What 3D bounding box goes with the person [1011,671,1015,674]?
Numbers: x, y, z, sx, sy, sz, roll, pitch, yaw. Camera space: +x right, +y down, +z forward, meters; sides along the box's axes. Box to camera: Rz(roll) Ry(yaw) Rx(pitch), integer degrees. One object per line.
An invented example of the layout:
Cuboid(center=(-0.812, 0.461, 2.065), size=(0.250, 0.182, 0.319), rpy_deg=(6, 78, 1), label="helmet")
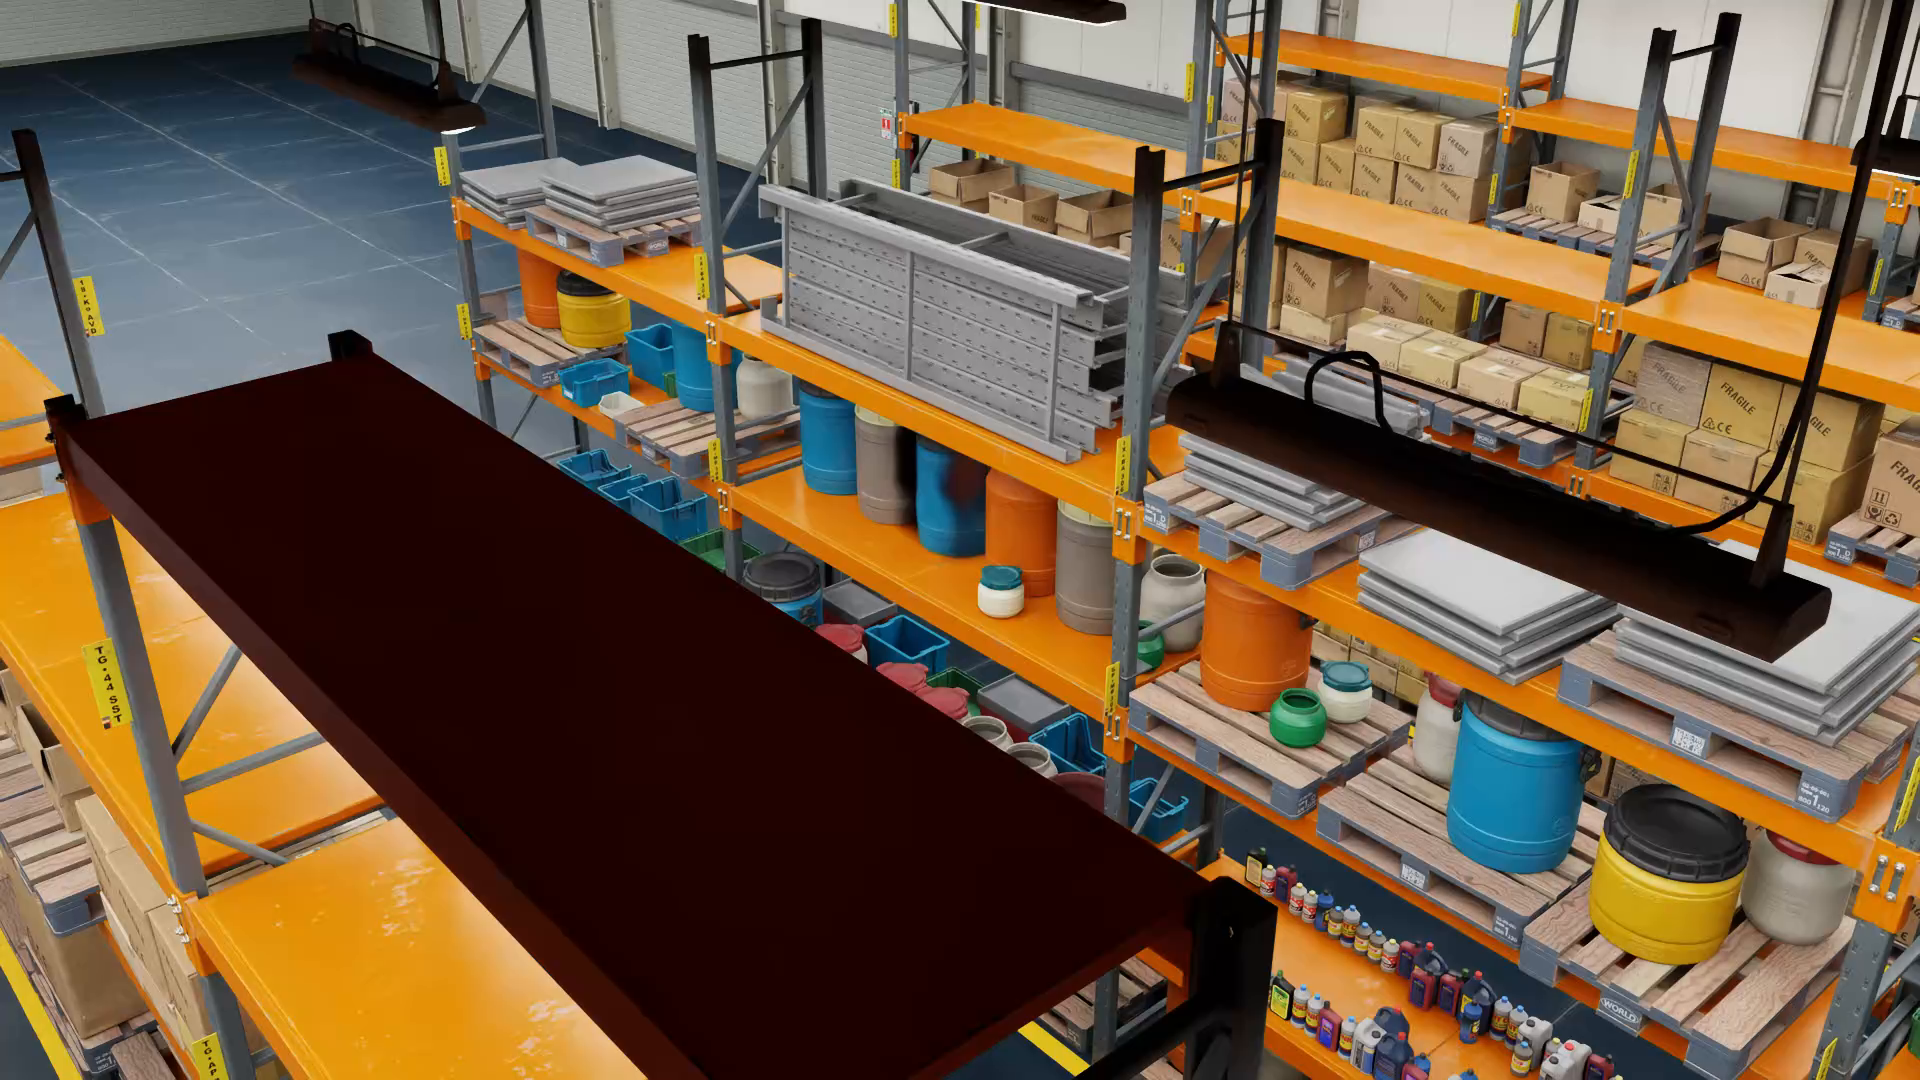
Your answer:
Cuboid(center=(0.535, 0.502, 14.804), size=(0.610, 1.581, 0.571), rpy_deg=(-14, 30, -26), label="person")
